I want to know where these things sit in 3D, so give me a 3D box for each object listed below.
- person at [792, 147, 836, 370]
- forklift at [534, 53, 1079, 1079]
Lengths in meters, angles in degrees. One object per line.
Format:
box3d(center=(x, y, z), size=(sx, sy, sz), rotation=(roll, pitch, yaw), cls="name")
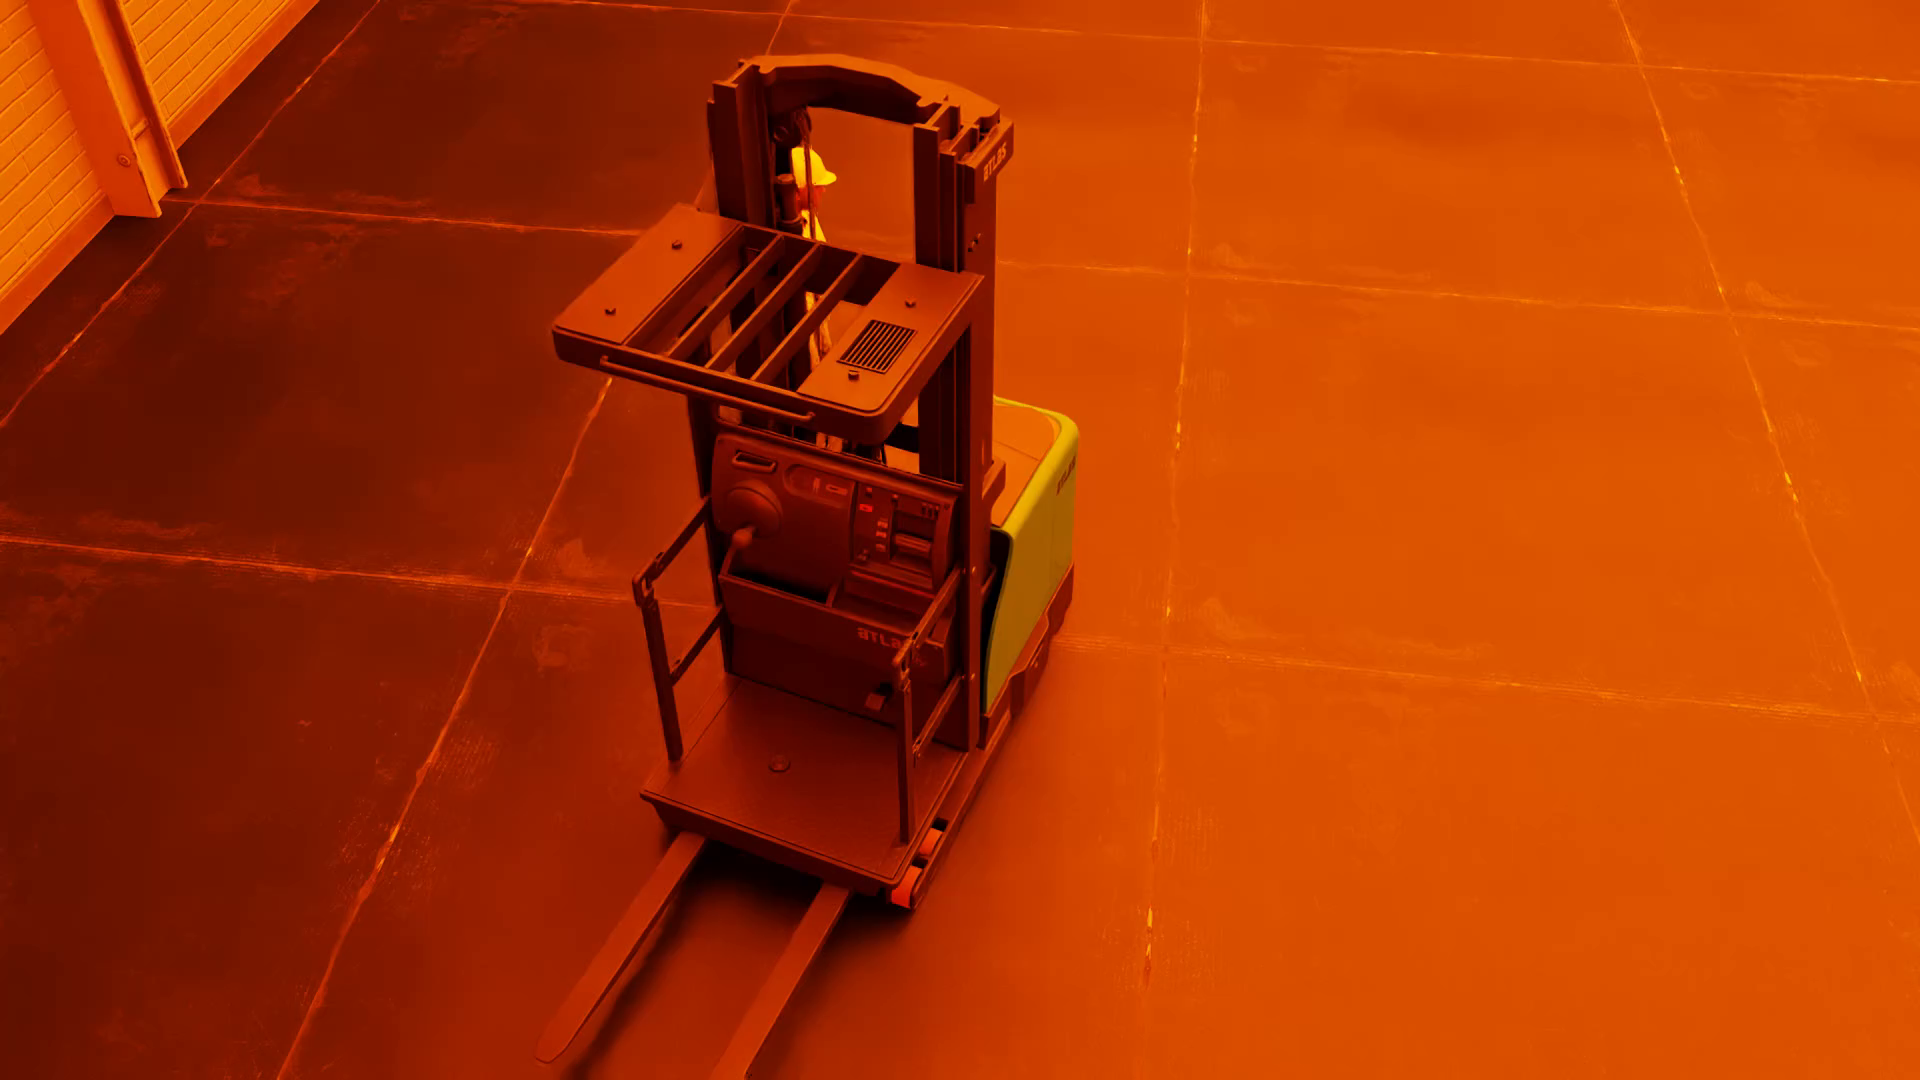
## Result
box3d(center=(-0.747, -1.050, 7.749), size=(0.414, 1.740, 0.816), rotation=(4, 43, 4), cls="person")
box3d(center=(-0.542, -0.009, 5.734), size=(1.130, 2.935, 3.031), rotation=(16, 45, 17), cls="forklift")
